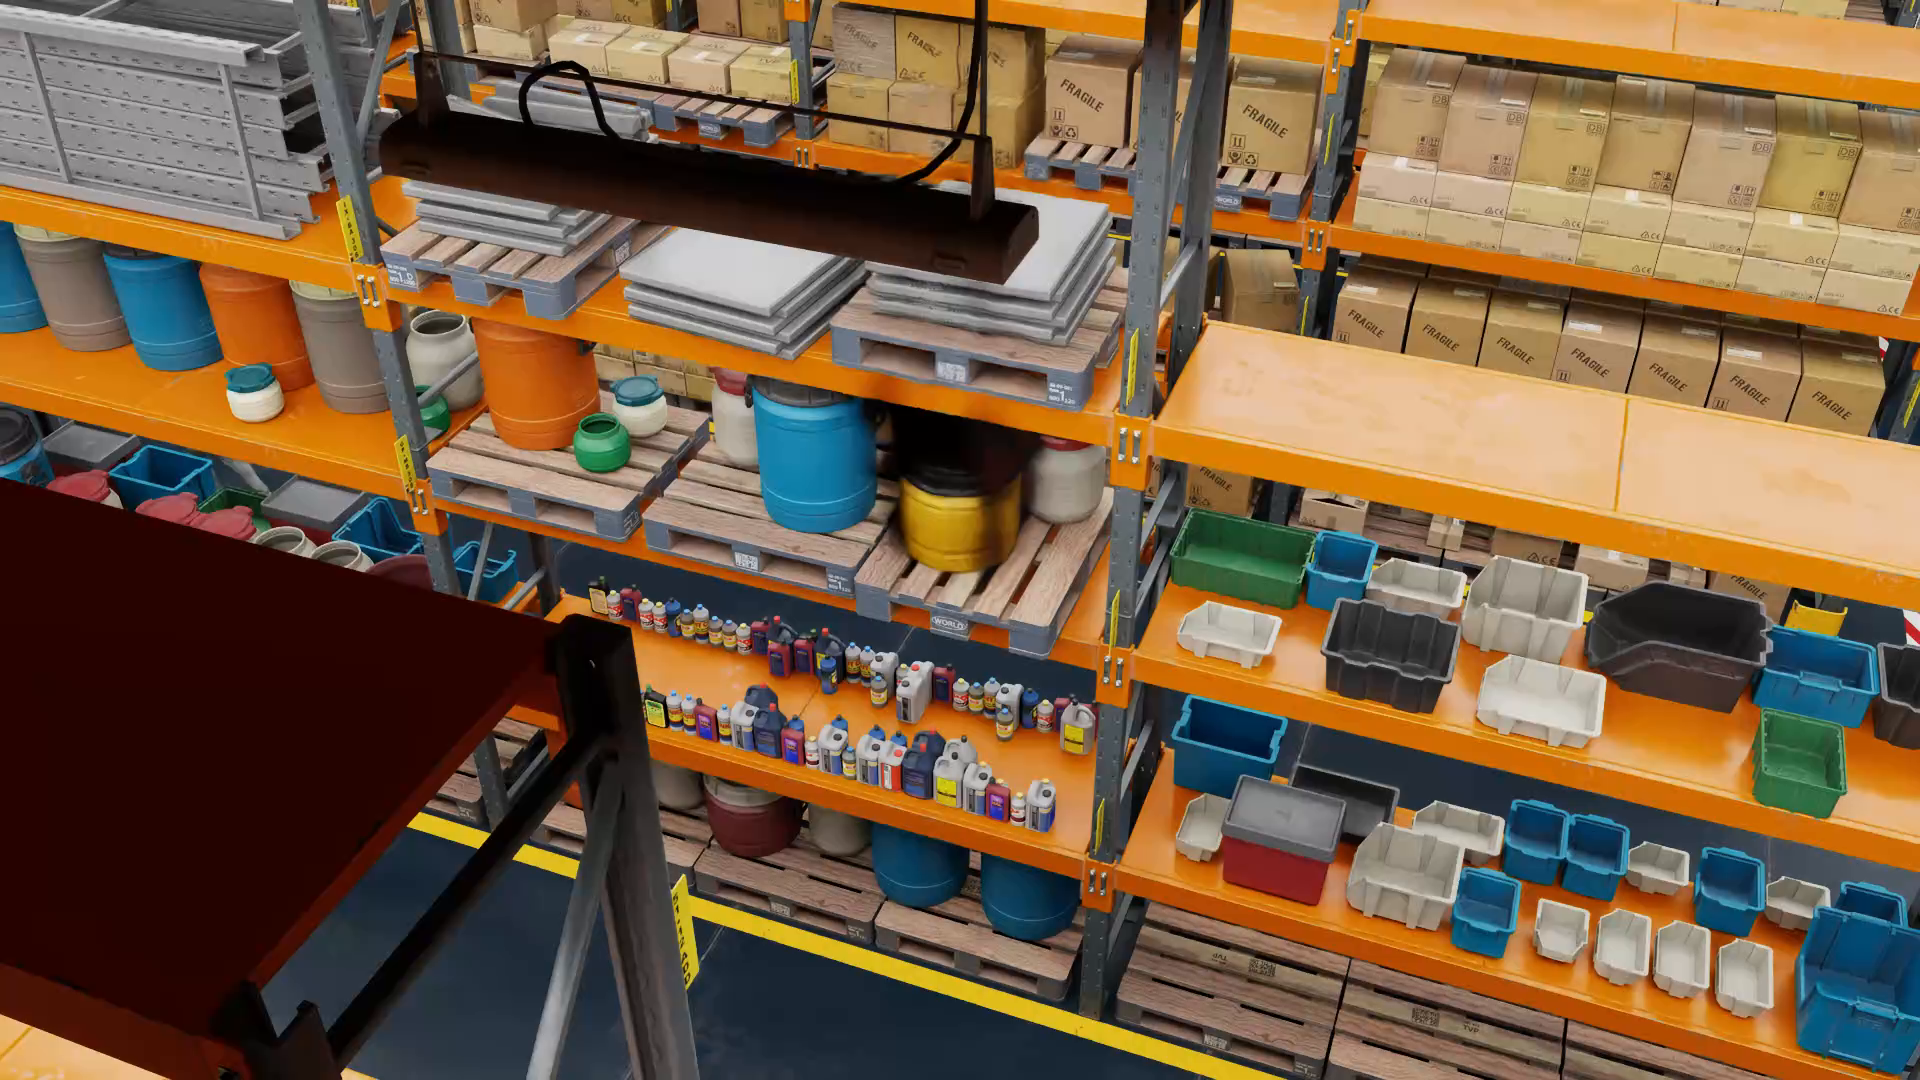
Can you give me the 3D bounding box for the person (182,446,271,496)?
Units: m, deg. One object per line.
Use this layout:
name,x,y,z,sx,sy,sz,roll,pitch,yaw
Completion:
person,-5.966,-0.892,13.237,0.741,1.631,0.528,10,38,14
